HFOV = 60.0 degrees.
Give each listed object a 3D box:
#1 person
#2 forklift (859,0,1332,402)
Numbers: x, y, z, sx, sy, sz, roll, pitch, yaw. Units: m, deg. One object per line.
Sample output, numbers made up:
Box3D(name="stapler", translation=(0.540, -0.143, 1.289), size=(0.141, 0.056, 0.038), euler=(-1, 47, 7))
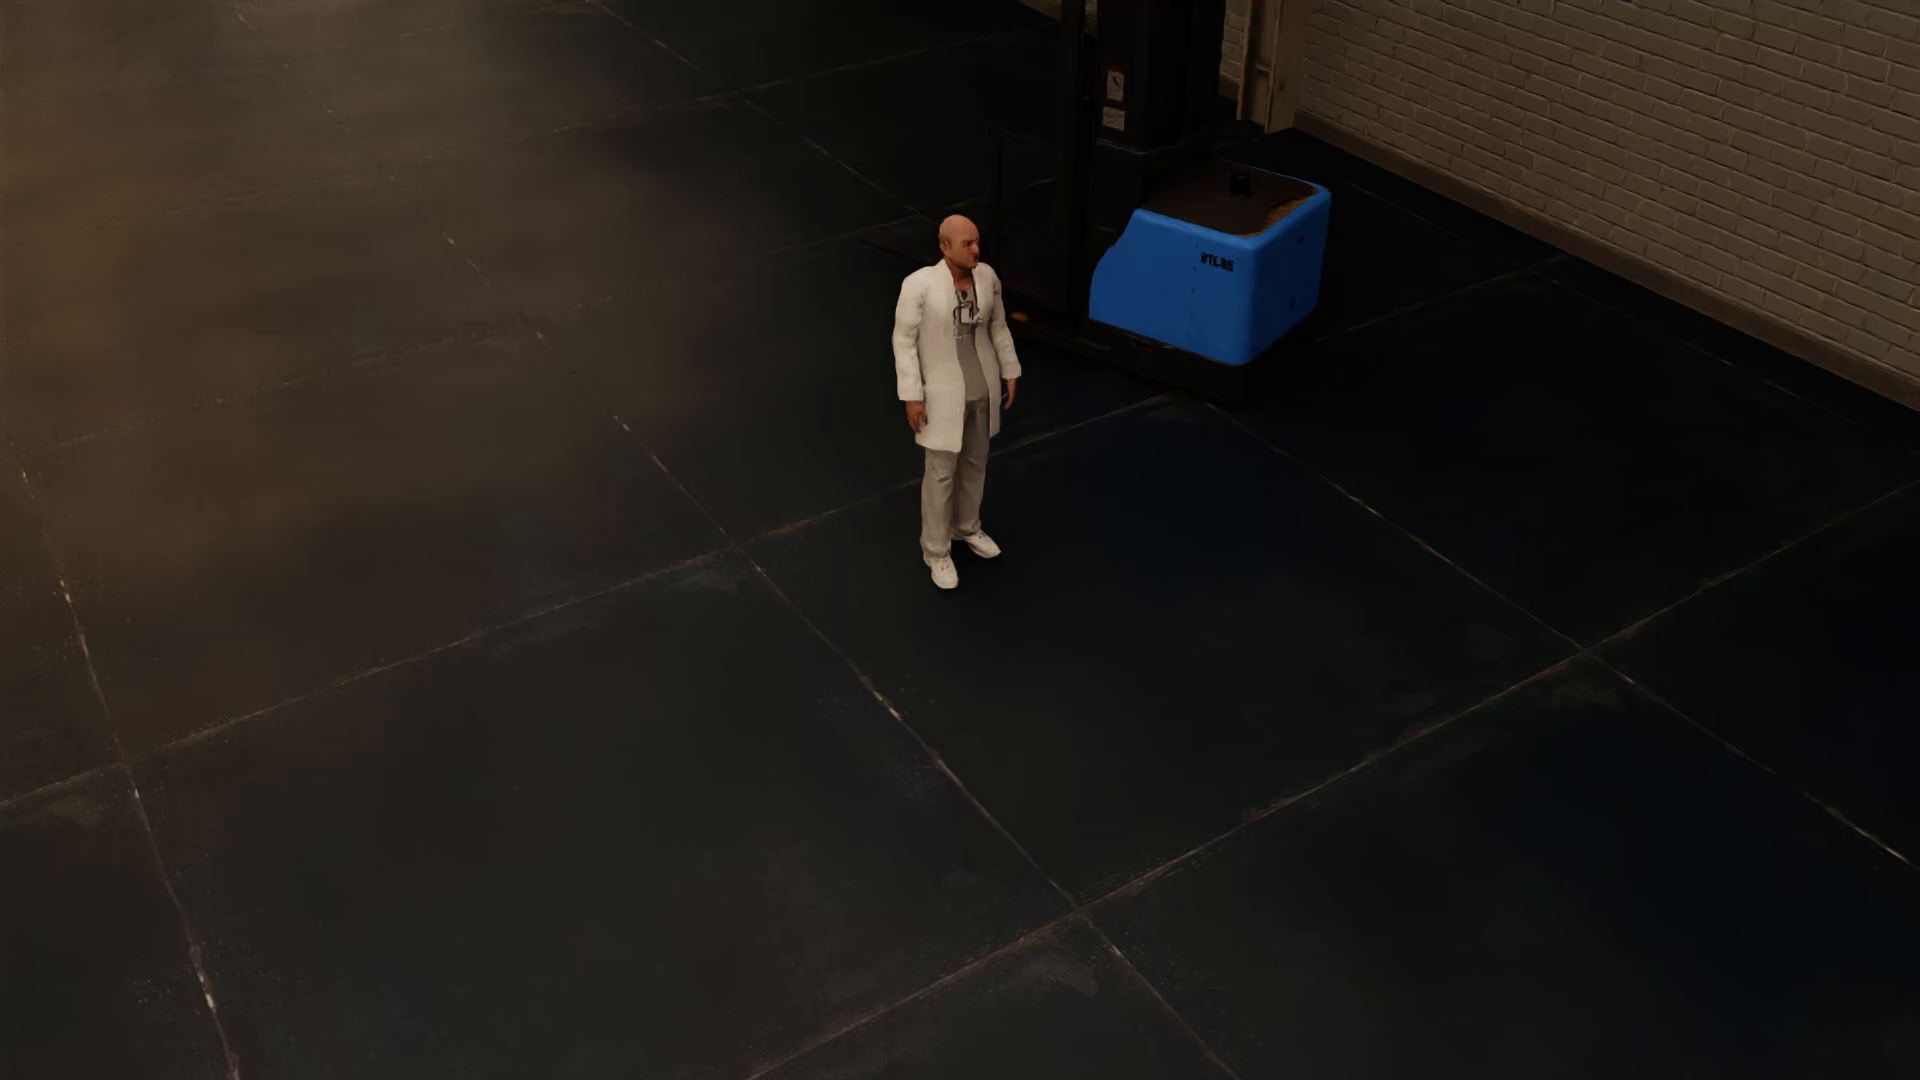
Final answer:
Box3D(name="person", translation=(0.046, -0.688, 8.117), size=(0.694, 1.776, 0.579), euler=(-21, 40, -27))
Box3D(name="forklift", translation=(0.723, -2.687, 9.971), size=(3.031, 2.935, 1.130), euler=(23, 41, 29))
